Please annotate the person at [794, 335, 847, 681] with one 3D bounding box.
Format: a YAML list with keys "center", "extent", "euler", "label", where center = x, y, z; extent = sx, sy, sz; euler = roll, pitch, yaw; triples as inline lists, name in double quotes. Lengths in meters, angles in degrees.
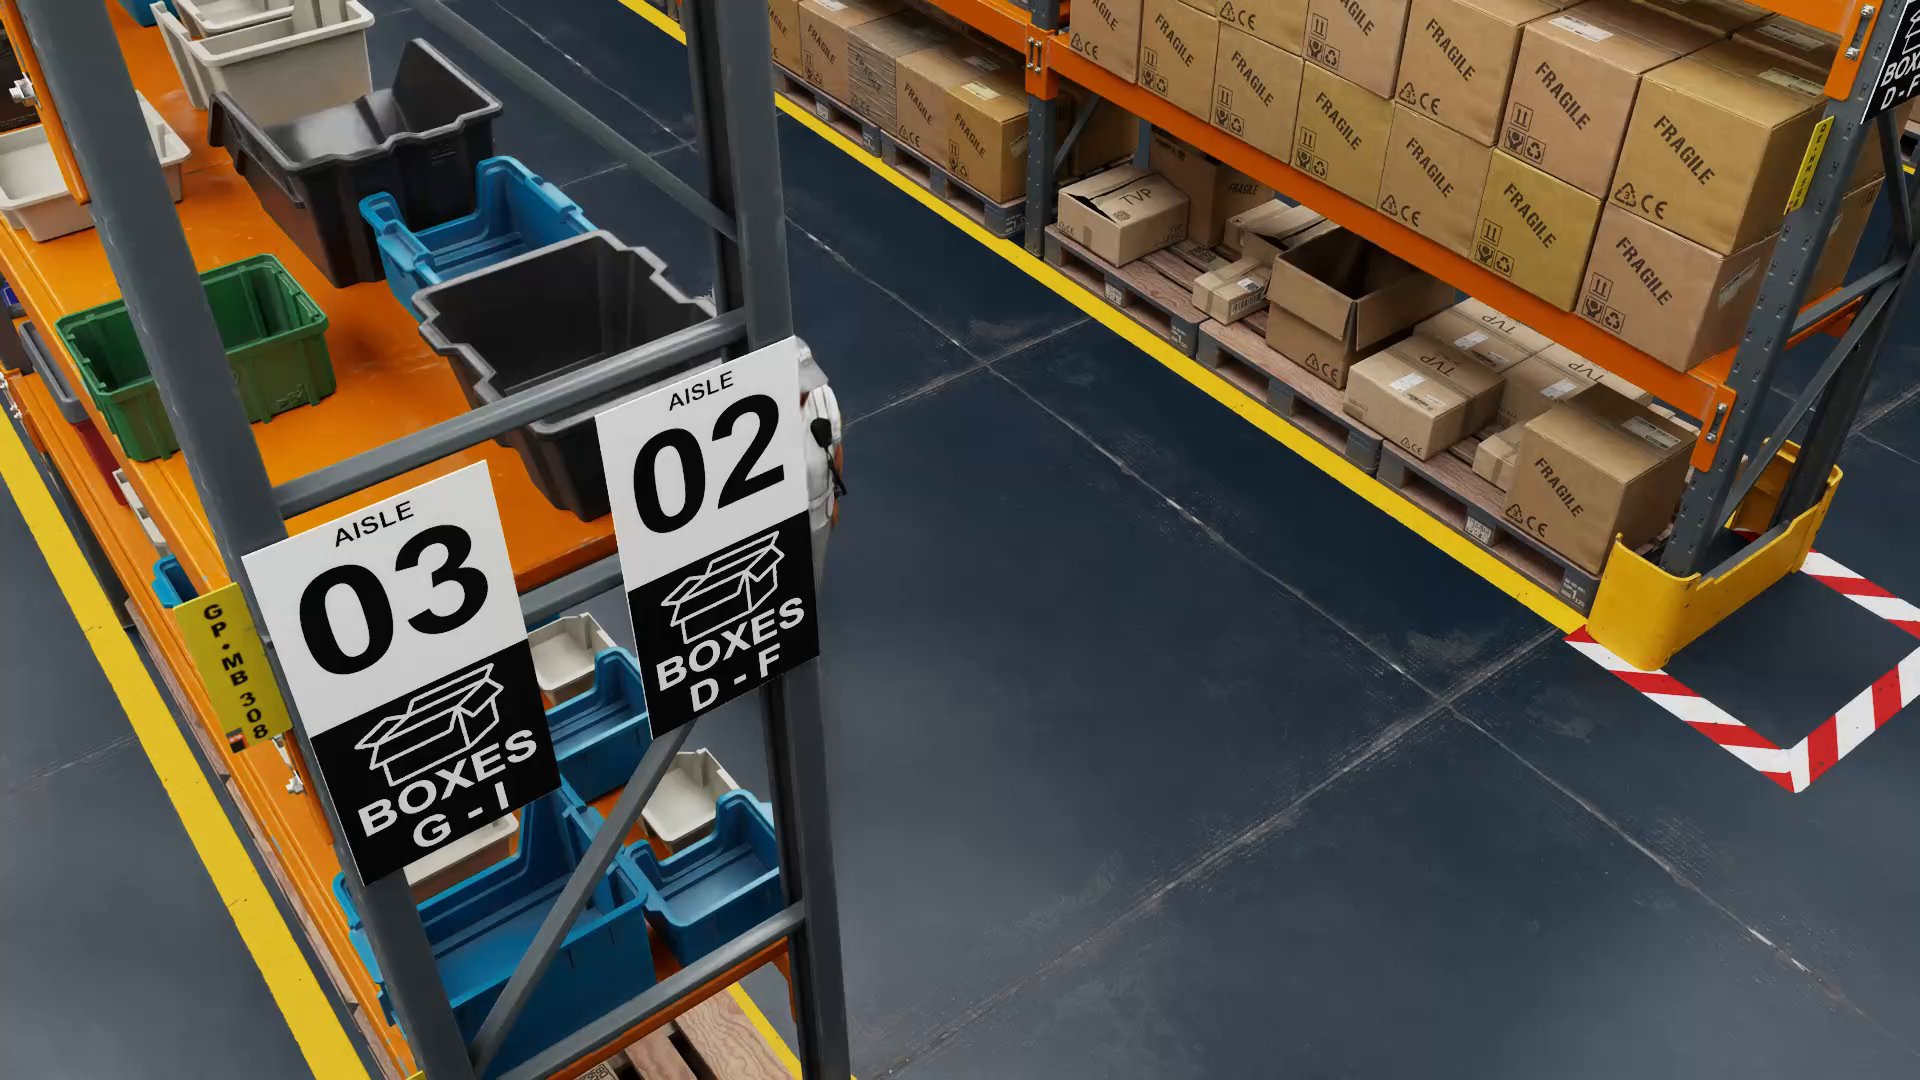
- center: [-0.699, -0.105, 6.271]
  extent: [0.555, 1.655, 0.556]
  euler: [-18, 44, -19]
  label: "person"
